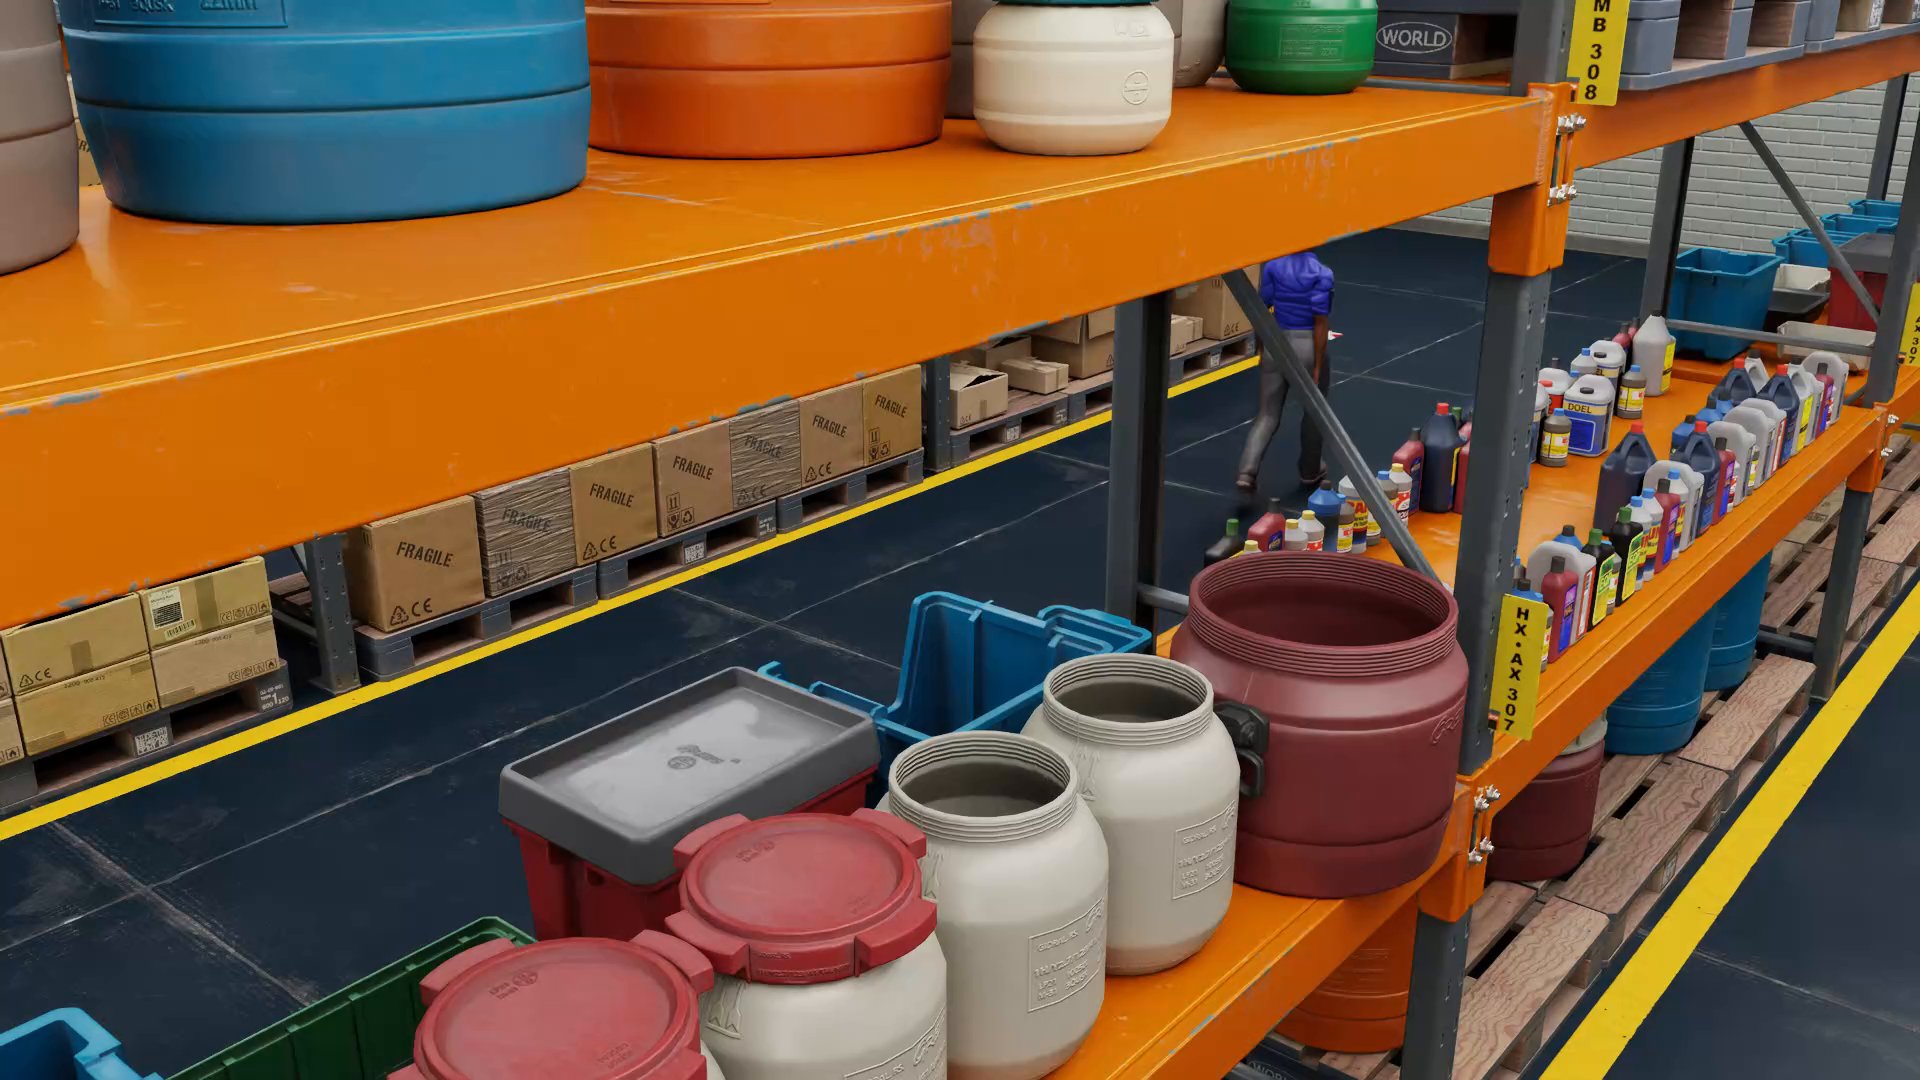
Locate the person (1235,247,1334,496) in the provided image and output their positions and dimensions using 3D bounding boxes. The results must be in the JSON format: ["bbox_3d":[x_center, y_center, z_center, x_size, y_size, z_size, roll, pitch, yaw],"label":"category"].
[{"bbox_3d":[1.858,-1.036,9.383,0.456,1.604,0.978,11,23,27],"label":"person"}]
